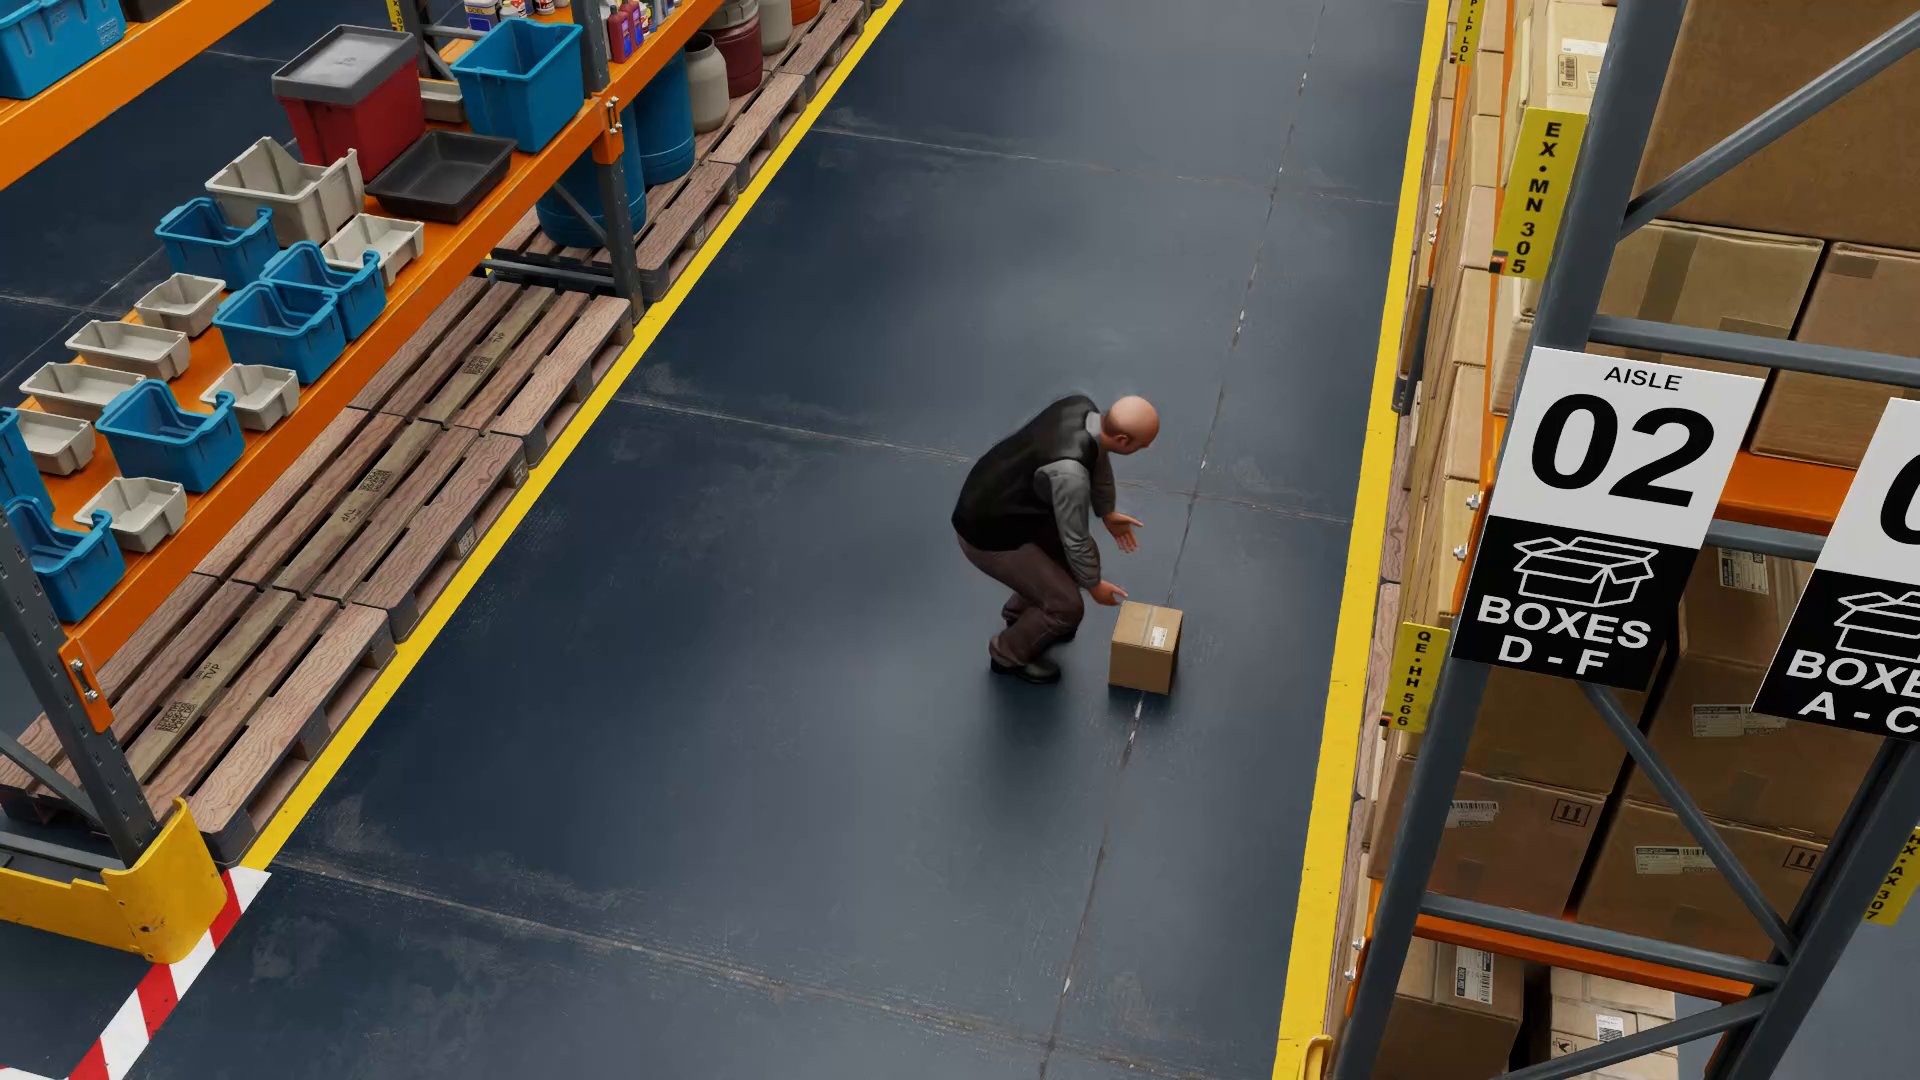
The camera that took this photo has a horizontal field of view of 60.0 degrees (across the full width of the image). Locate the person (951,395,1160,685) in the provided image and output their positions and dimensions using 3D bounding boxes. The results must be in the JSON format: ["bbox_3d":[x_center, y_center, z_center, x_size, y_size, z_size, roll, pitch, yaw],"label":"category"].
[{"bbox_3d":[0.367,-0.015,6.590,0.756,1.209,0.589,10,42,11],"label":"person"}]
